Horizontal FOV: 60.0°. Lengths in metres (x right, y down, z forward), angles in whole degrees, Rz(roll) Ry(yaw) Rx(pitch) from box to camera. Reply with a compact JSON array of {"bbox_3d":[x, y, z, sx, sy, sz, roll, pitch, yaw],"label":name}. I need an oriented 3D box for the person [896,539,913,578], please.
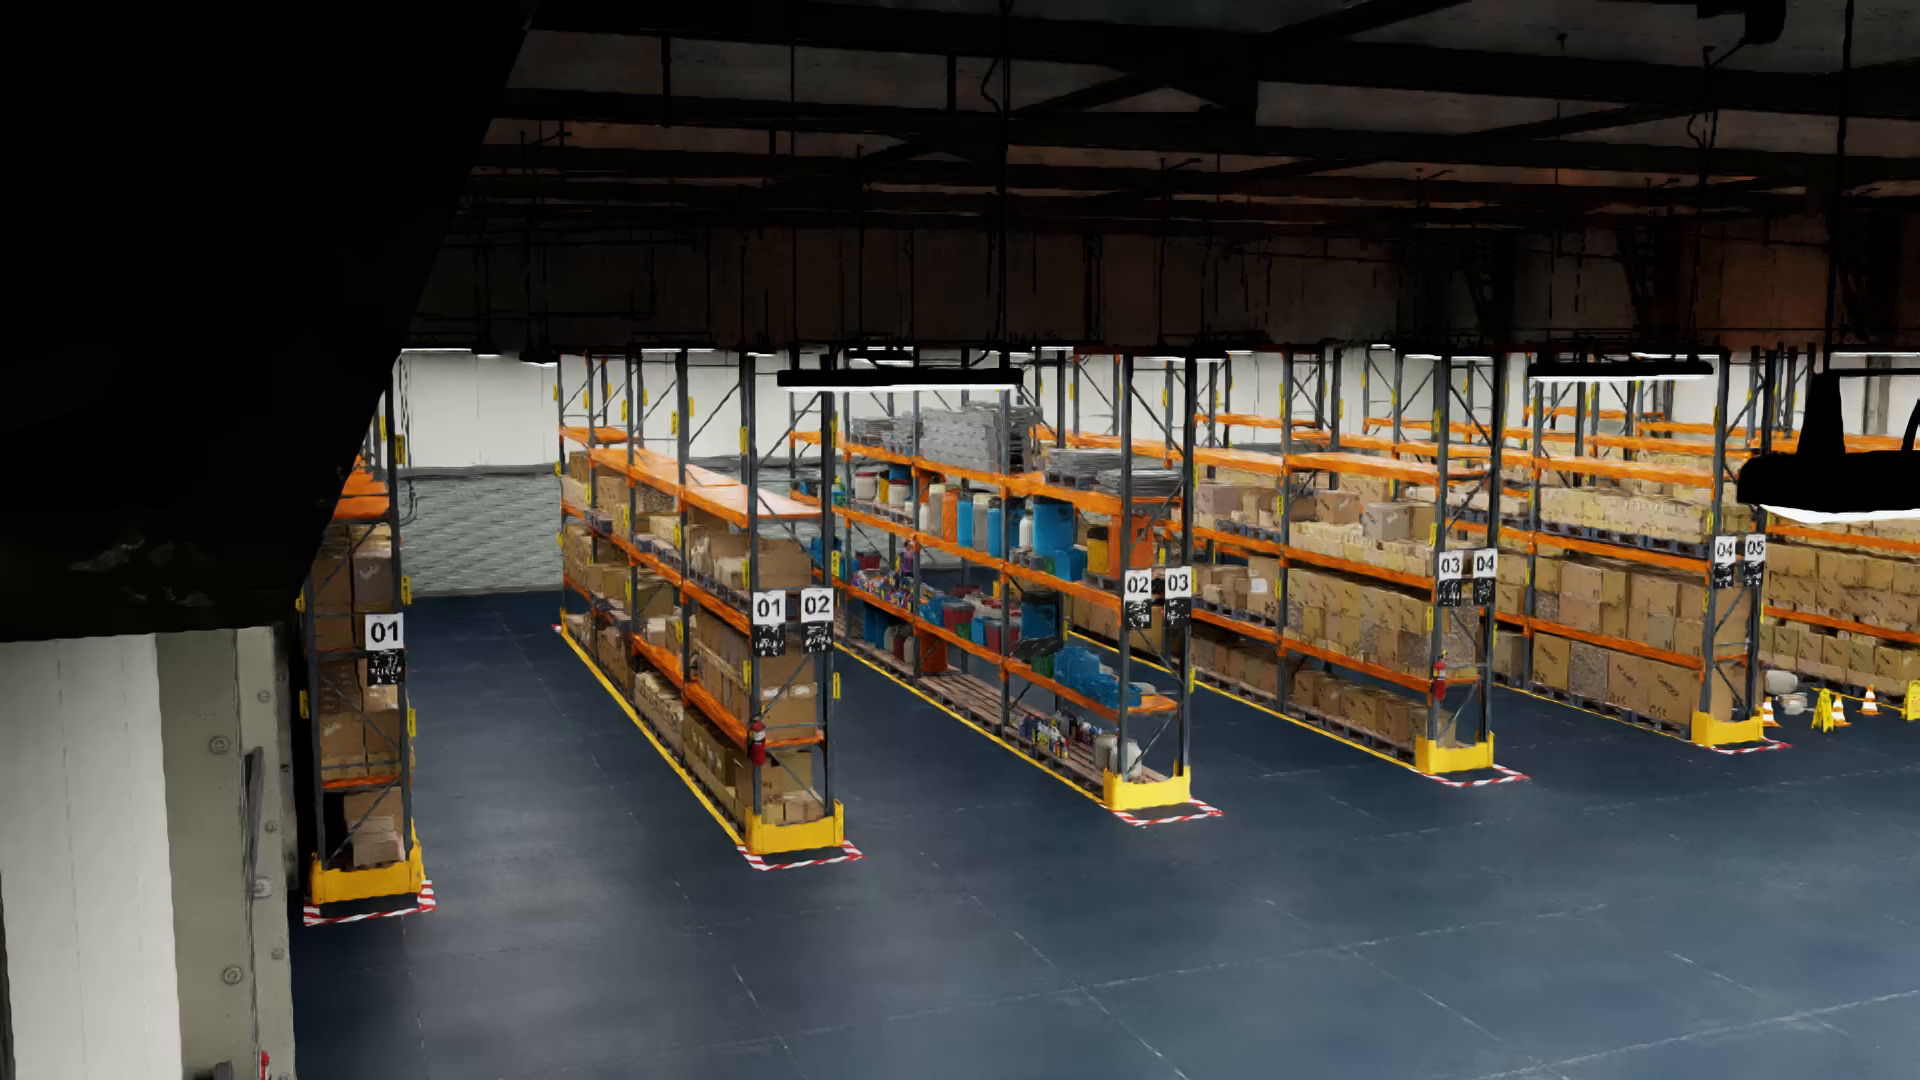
[{"bbox_3d":[-1.251,0.716,38.278,0.566,1.541,0.519,-3,8,-24],"label":"person"}]
